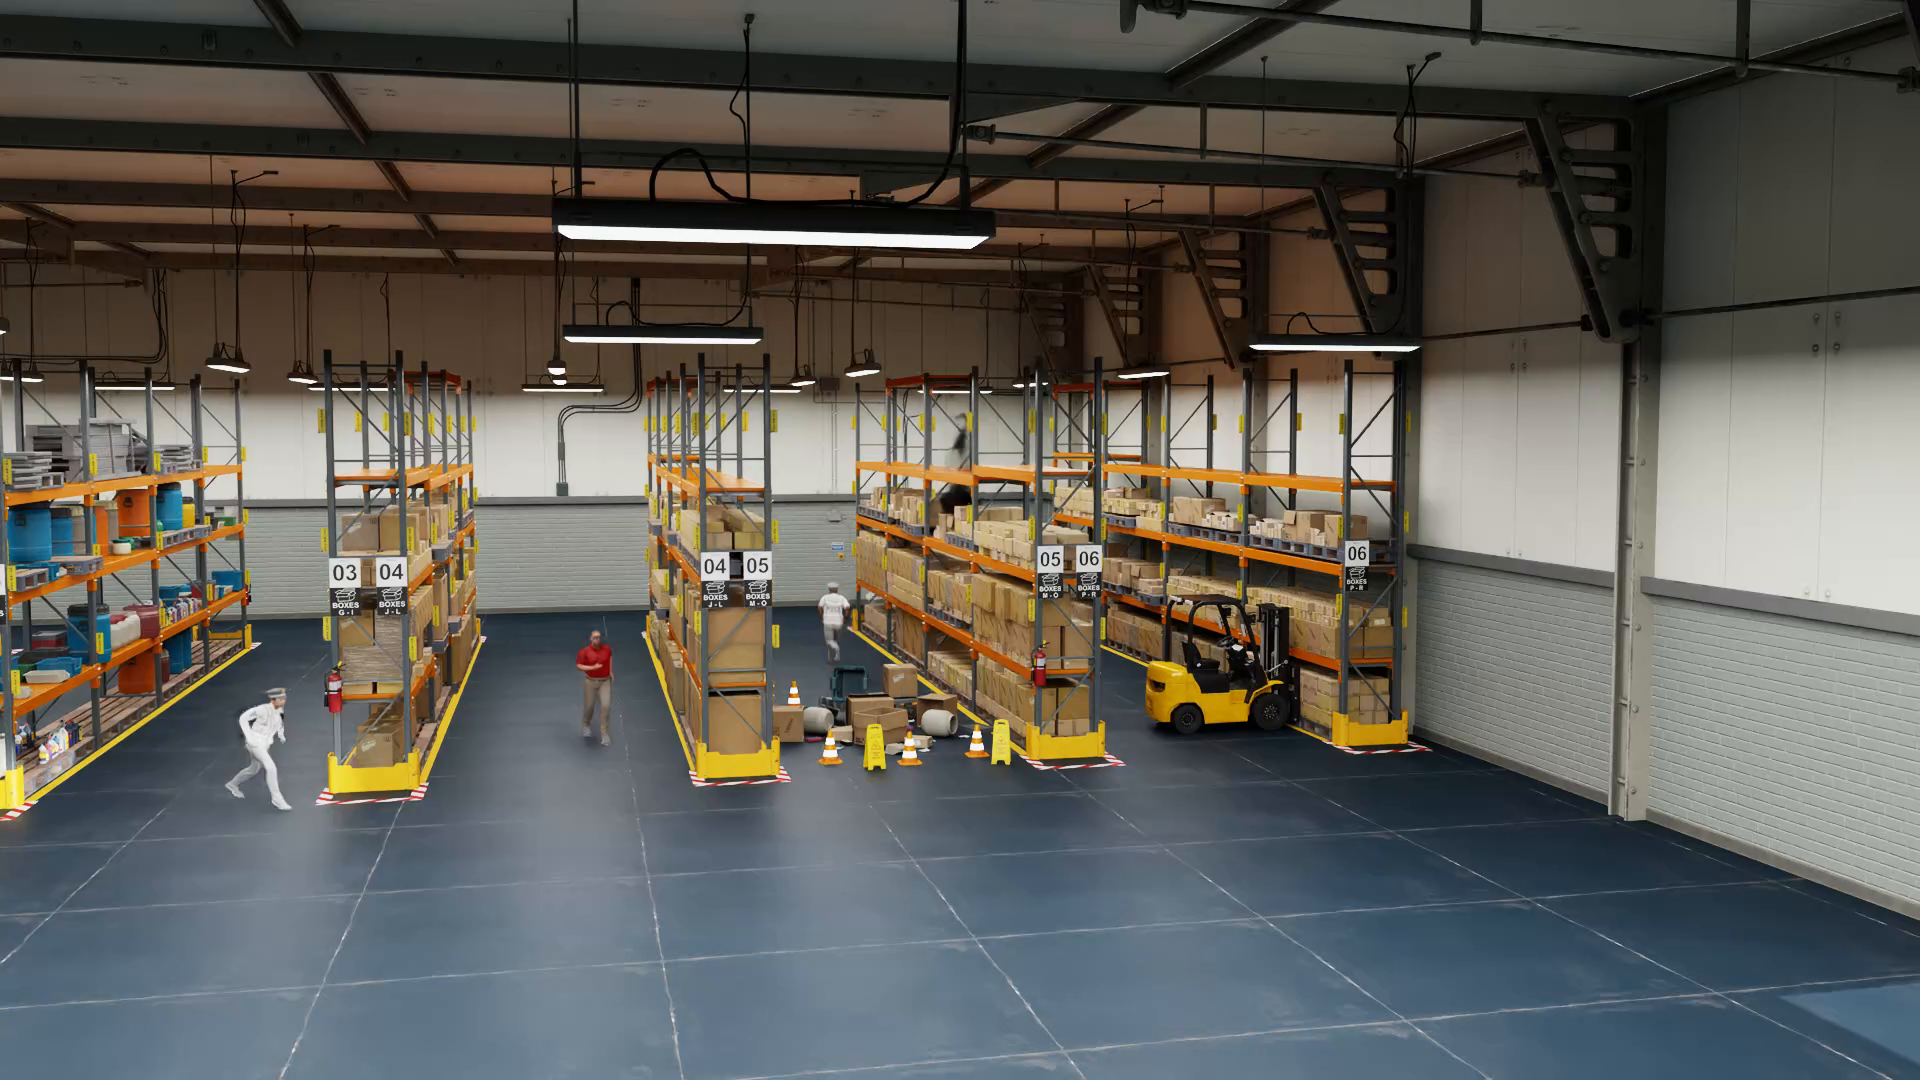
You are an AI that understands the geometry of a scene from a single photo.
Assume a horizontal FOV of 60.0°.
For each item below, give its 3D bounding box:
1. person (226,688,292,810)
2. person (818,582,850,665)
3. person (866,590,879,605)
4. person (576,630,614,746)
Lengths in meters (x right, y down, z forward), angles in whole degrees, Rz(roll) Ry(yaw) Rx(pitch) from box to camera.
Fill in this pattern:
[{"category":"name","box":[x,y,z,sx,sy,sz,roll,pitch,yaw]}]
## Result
[{"category":"person","box":[-9.197,2.722,21.701,0.980,1.625,0.655,1,4,19]},{"category":"person","box":[-2.597,1.776,34.265,0.663,1.777,0.971,-1,4,-18]},{"category":"person","box":[-2.038,1.258,41.504,0.709,1.763,0.725,1,4,9]},{"category":"person","box":[-5.753,2.301,26.244,0.641,1.768,0.915,-2,4,-27]}]
